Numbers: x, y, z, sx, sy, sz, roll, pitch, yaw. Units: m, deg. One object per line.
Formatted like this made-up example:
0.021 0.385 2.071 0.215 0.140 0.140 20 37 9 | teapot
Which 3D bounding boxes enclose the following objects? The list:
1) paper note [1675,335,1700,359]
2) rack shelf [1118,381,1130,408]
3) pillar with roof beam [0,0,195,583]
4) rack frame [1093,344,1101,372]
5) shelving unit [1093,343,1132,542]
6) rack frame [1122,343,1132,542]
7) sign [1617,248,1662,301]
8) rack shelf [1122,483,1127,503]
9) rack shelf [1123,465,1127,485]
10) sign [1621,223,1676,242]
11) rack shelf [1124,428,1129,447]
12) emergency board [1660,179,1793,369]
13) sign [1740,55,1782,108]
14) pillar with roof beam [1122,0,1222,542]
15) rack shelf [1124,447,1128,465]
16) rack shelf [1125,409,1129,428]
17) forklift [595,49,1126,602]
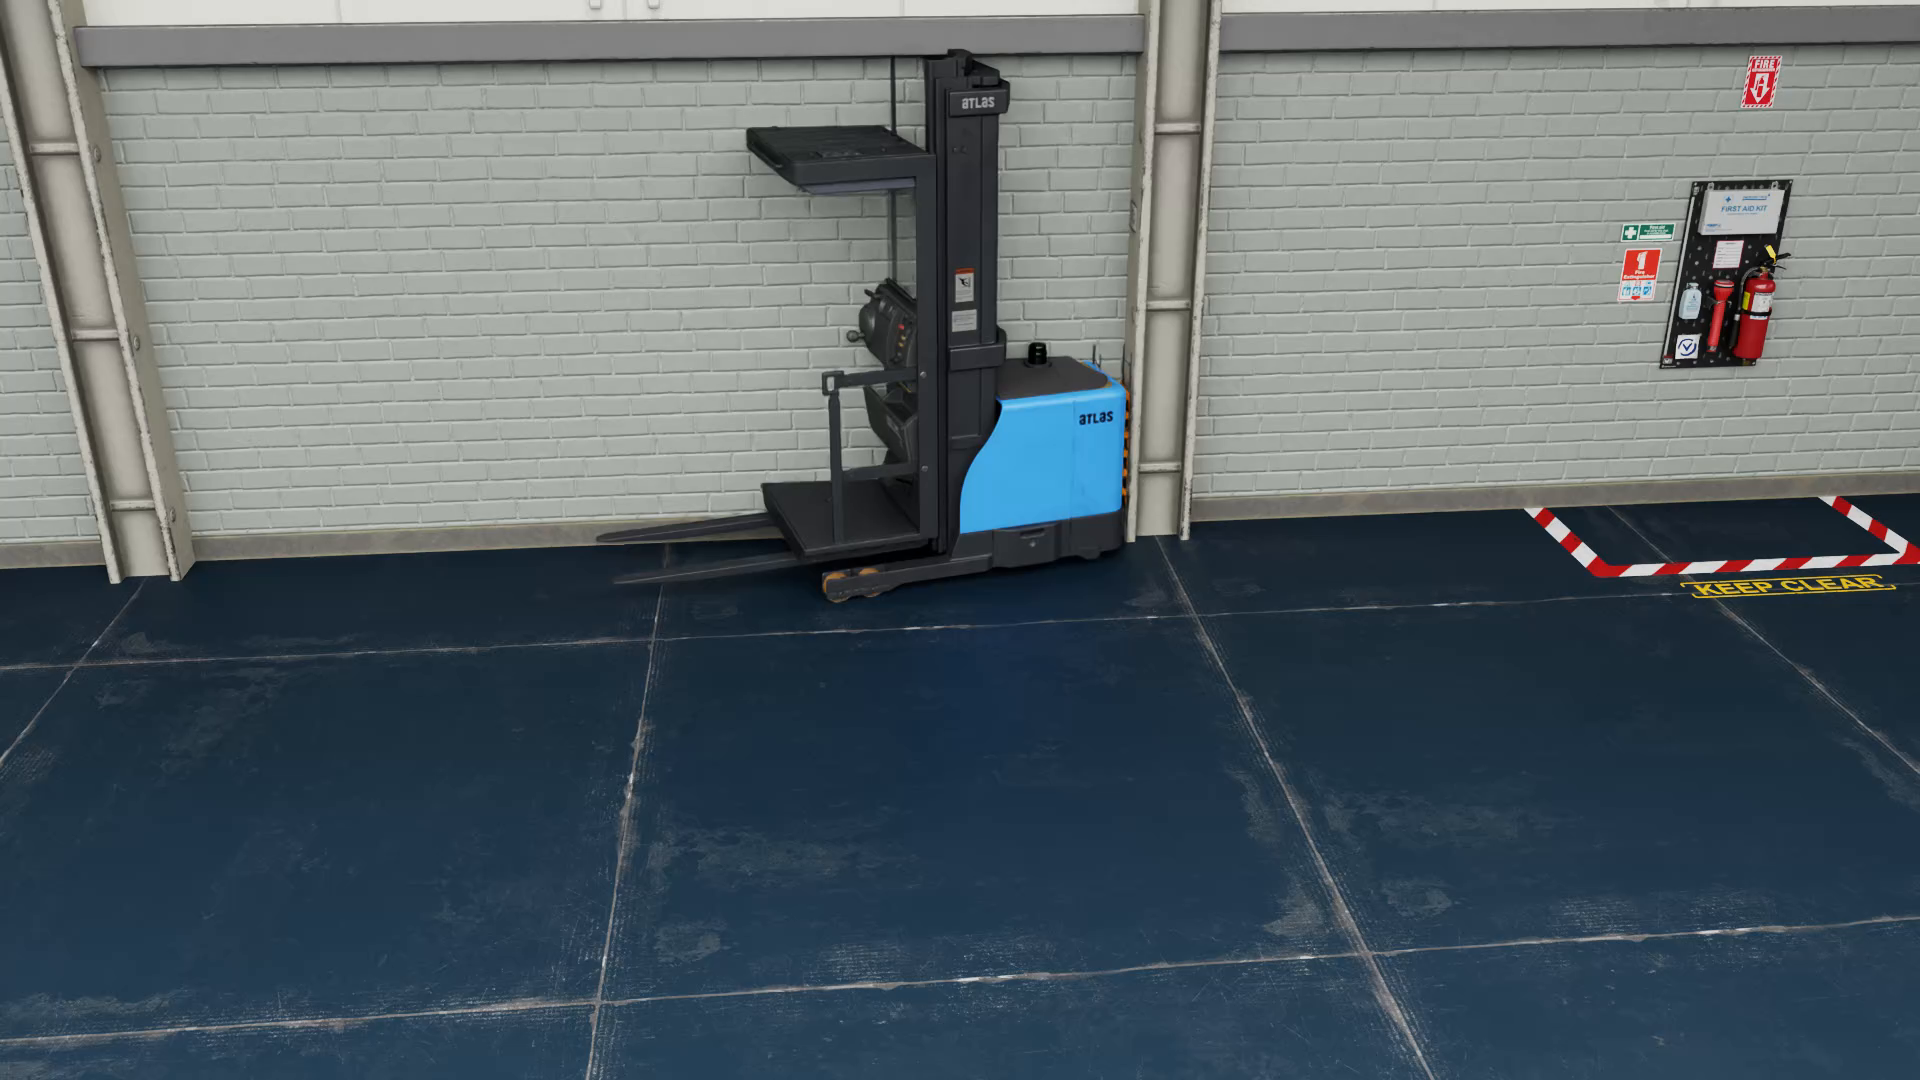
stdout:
4.528 -1.202 10.346 0.142 0.148 0.016 -2 24 -5 | paper note
0.907 -0.872 9.996 0.180 0.103 0.258 -2 21 -5 | rack shelf
-4.345 -2.189 4.096 0.400 9.000 9.100 -2 24 -5 | pillar with roof beam
0.817 -0.574 10.100 0.006 1.200 0.240 -2 21 -5 | rack frame
0.908 -0.577 10.109 0.189 1.200 0.258 -2 21 -5 | shelving unit
0.999 -0.581 10.118 0.006 1.200 0.240 -2 21 -5 | rack frame
4.151 -1.620 10.157 0.234 0.329 0.001 -2 24 -5 | sign
0.909 -0.312 10.211 0.180 0.103 0.258 -2 21 -5 | rack shelf
0.908 -0.424 10.168 0.180 0.103 0.258 -2 21 -5 | rack shelf
4.156 -1.858 10.042 0.331 0.109 0.001 -2 24 -5 | sign
0.908 -0.648 10.082 0.180 0.103 0.258 -2 21 -5 | rack shelf
4.711 -1.584 10.120 0.643 1.169 0.194 -2 24 -5 | emergency board
4.693 -2.683 9.739 0.199 0.298 0.001 -2 24 -5 | sign
1.626 -2.429 4.635 0.400 9.000 9.100 -2 24 -5 | pillar with roof beam
0.908 -0.536 10.125 0.180 0.103 0.258 -2 21 -5 | rack shelf
0.908 -0.760 10.039 0.180 0.103 0.258 -2 21 -5 | rack shelf
-0.595 -1.226 9.399 3.031 2.935 1.130 -8 25 -18 | forklift
